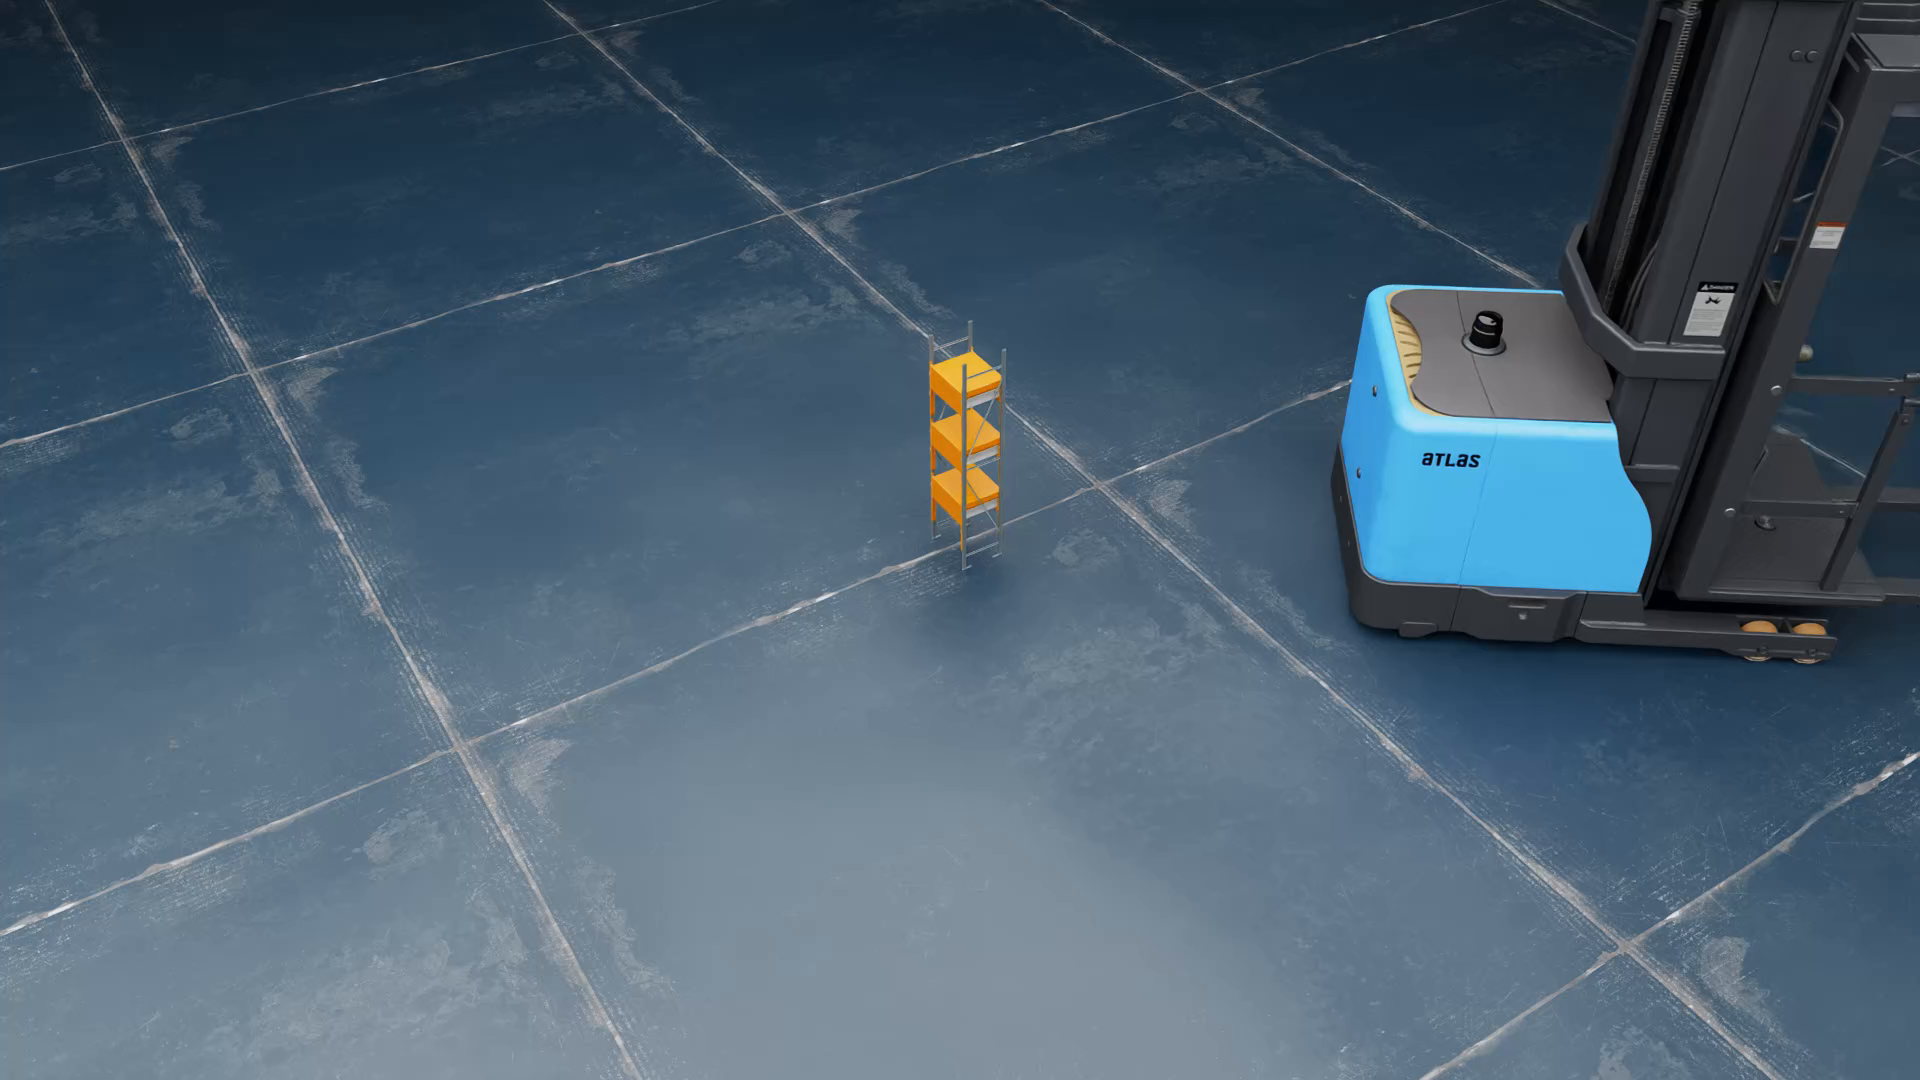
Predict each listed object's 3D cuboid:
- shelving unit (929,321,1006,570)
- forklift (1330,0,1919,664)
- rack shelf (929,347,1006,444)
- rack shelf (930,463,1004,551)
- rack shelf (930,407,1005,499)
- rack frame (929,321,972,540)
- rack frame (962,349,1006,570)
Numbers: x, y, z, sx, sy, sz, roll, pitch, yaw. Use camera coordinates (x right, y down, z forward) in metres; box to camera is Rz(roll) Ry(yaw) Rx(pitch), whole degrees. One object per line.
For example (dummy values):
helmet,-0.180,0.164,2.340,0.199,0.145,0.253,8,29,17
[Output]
shelving unit,0.029,-0.374,6.879,0.215,1.050,0.252,-22,45,-24
forklift,3.140,-0.986,6.144,3.031,2.935,1.130,3,40,3
rack shelf,0.029,-0.584,6.704,0.215,0.259,0.240,-22,45,-24
rack shelf,0.029,-0.153,7.064,0.215,0.259,0.240,-22,45,-24
rack shelf,0.029,-0.366,6.886,0.215,0.259,0.240,-22,45,-24
rack frame,-0.037,-0.440,6.958,0.200,1.050,0.008,-22,45,-24
rack frame,0.094,-0.309,6.800,0.200,1.050,0.008,-22,45,-24
